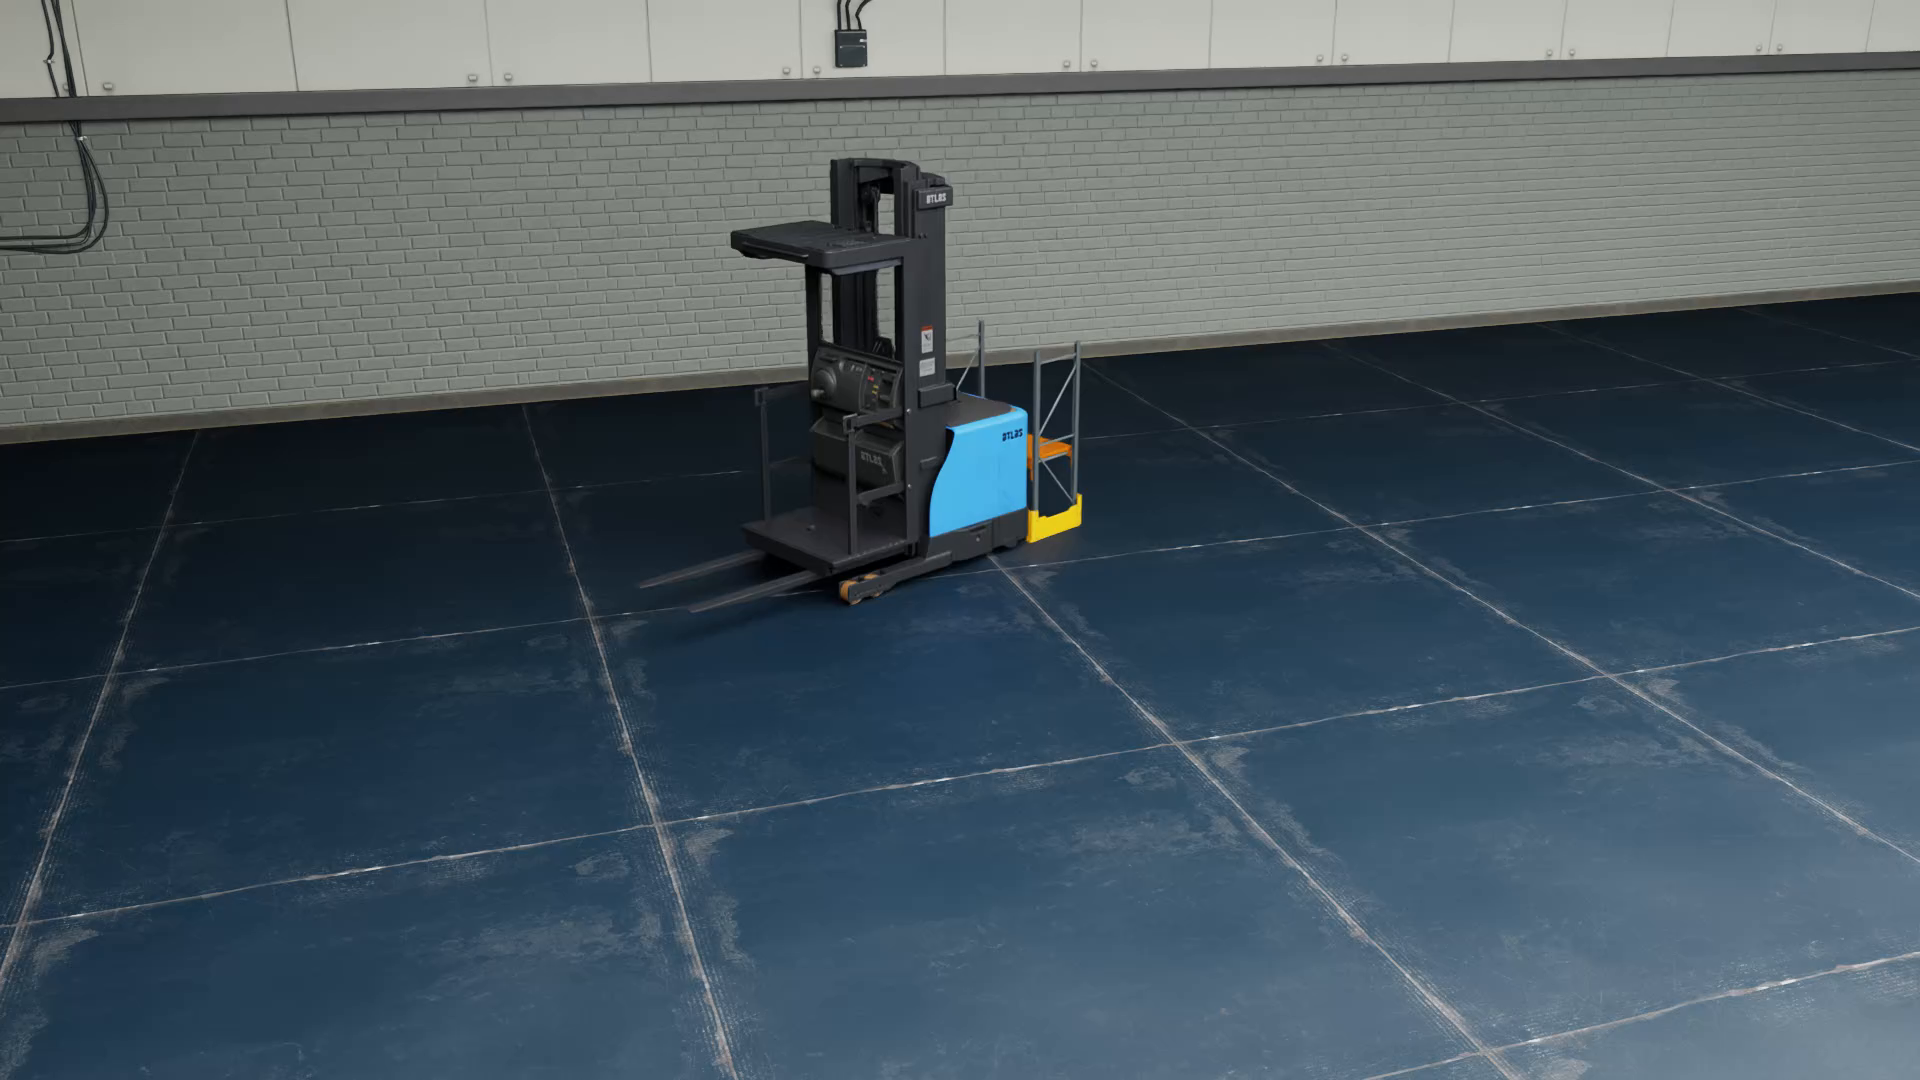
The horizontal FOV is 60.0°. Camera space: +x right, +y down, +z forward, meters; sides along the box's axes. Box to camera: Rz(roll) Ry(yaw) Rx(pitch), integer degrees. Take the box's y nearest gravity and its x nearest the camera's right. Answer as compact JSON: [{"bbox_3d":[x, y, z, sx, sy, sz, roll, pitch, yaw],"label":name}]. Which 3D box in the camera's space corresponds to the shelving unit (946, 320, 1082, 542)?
[{"bbox_3d":[0.383,-0.885,13.162,1.083,1.500,0.587,18,27,41],"label":"shelving unit"}]

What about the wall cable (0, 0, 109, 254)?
[{"bbox_3d":[-9.152,-3.616,14.265,3.097,2.526,0.112,-6,21,-17],"label":"wall cable"}]

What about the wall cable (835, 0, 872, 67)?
[{"bbox_3d":[-0.134,-7.681,15.959,2.305,6.003,0.169,-6,21,-17],"label":"wall cable"}]

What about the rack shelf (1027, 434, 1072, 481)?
[{"bbox_3d":[0.376,-0.718,13.229,1.000,0.185,0.538,18,27,41],"label":"rack shelf"}]

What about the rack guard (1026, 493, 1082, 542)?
[{"bbox_3d":[0.737,-0.179,13.044,0.087,0.250,0.587,18,27,41],"label":"rack guard"}]

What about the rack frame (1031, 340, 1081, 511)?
[{"bbox_3d":[0.738,-0.767,12.832,0.032,1.500,0.500,18,27,41],"label":"rack frame"}]

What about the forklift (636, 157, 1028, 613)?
[{"bbox_3d":[-0.894,-1.127,11.718,3.031,2.935,1.130,-18,26,-40],"label":"forklift"}]

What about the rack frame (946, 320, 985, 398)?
[{"bbox_3d":[0.014,-1.008,13.504,0.032,1.500,0.500,18,27,41],"label":"rack frame"}]
